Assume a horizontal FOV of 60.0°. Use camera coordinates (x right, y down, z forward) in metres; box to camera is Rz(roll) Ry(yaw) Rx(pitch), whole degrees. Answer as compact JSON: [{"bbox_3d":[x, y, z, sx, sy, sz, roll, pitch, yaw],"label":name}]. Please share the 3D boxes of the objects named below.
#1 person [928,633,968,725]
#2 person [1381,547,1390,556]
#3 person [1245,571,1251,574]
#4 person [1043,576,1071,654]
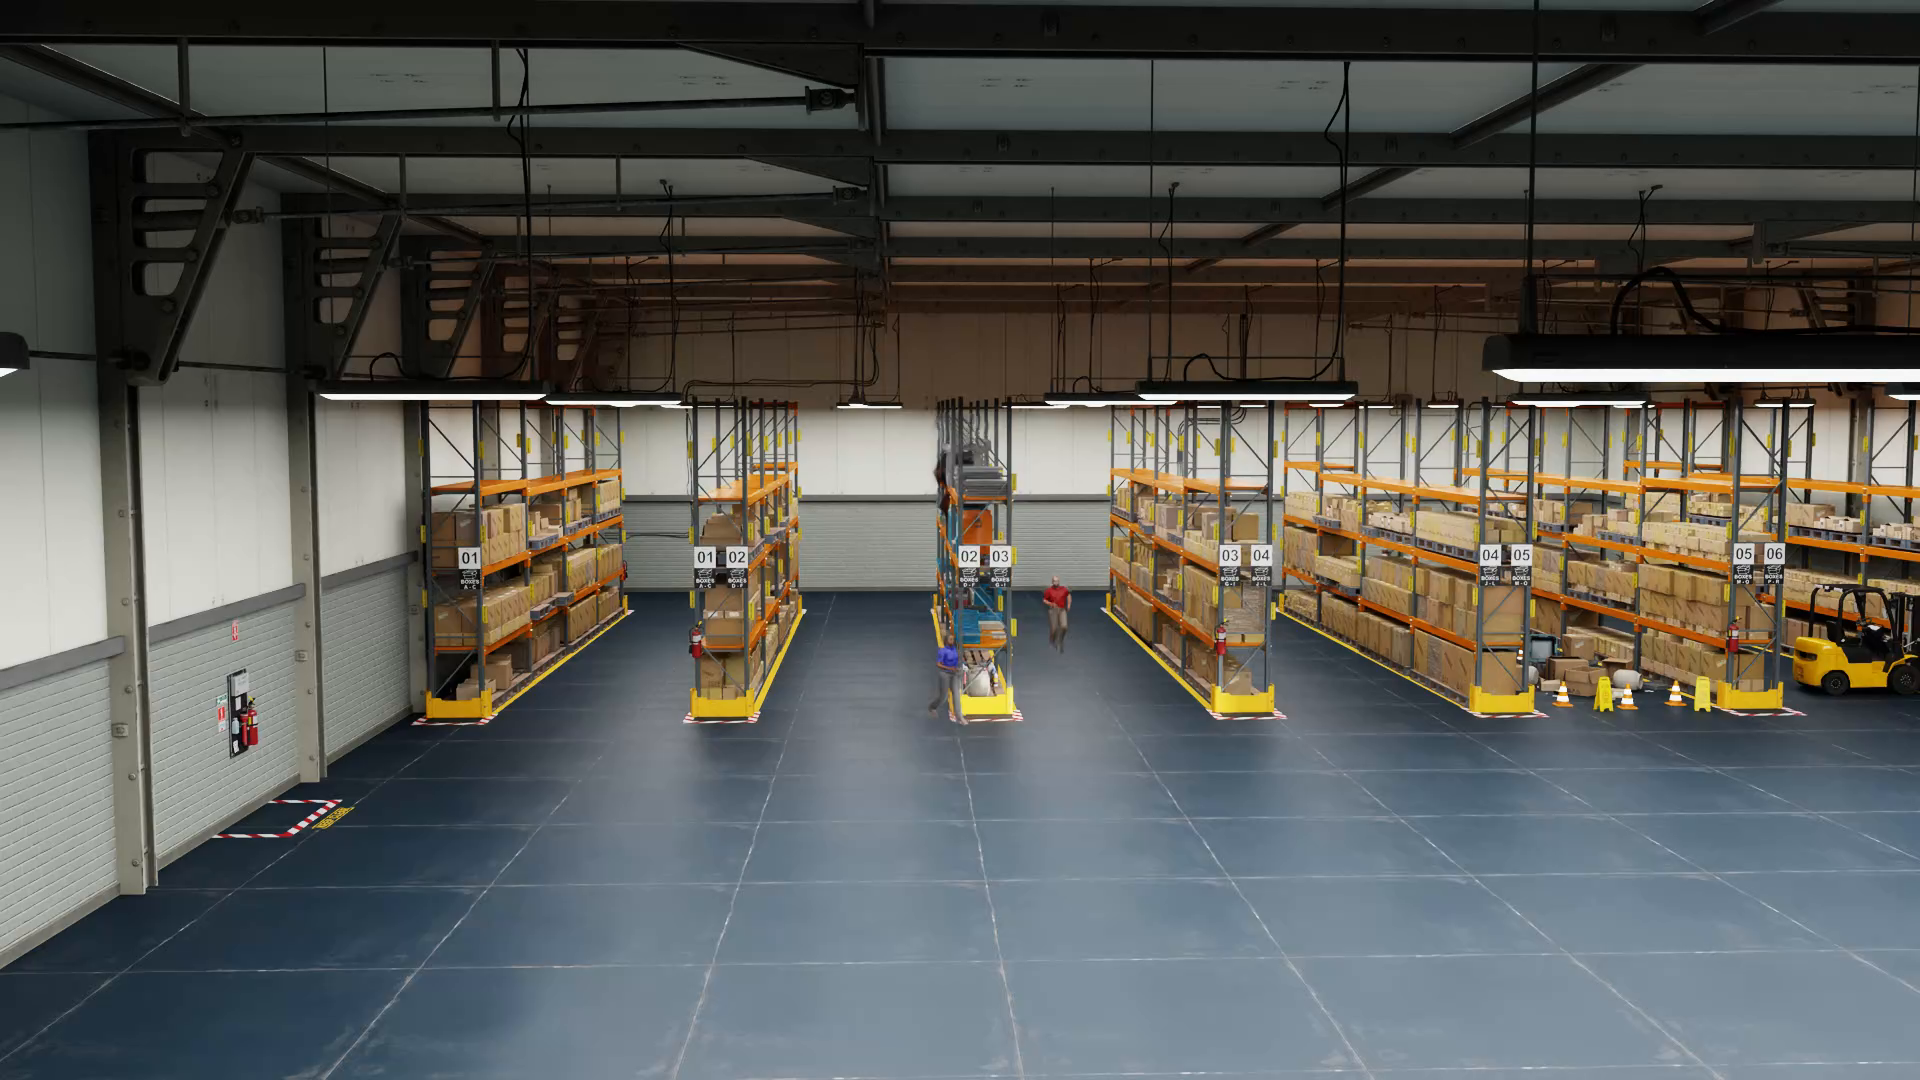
[{"bbox_3d":[-0.216,2.567,30.494,0.592,1.575,0.941,-4,6,-44],"label":"person"},{"bbox_3d":[12.684,1.042,49.707,0.756,1.758,0.546,-1,5,-16],"label":"person"},{"bbox_3d":[8.214,1.146,48.258,0.869,1.707,0.710,-3,5,-31],"label":"person"},{"bbox_3d":[2.243,1.718,38.267,0.671,1.757,0.741,0,4,-5],"label":"person"}]
